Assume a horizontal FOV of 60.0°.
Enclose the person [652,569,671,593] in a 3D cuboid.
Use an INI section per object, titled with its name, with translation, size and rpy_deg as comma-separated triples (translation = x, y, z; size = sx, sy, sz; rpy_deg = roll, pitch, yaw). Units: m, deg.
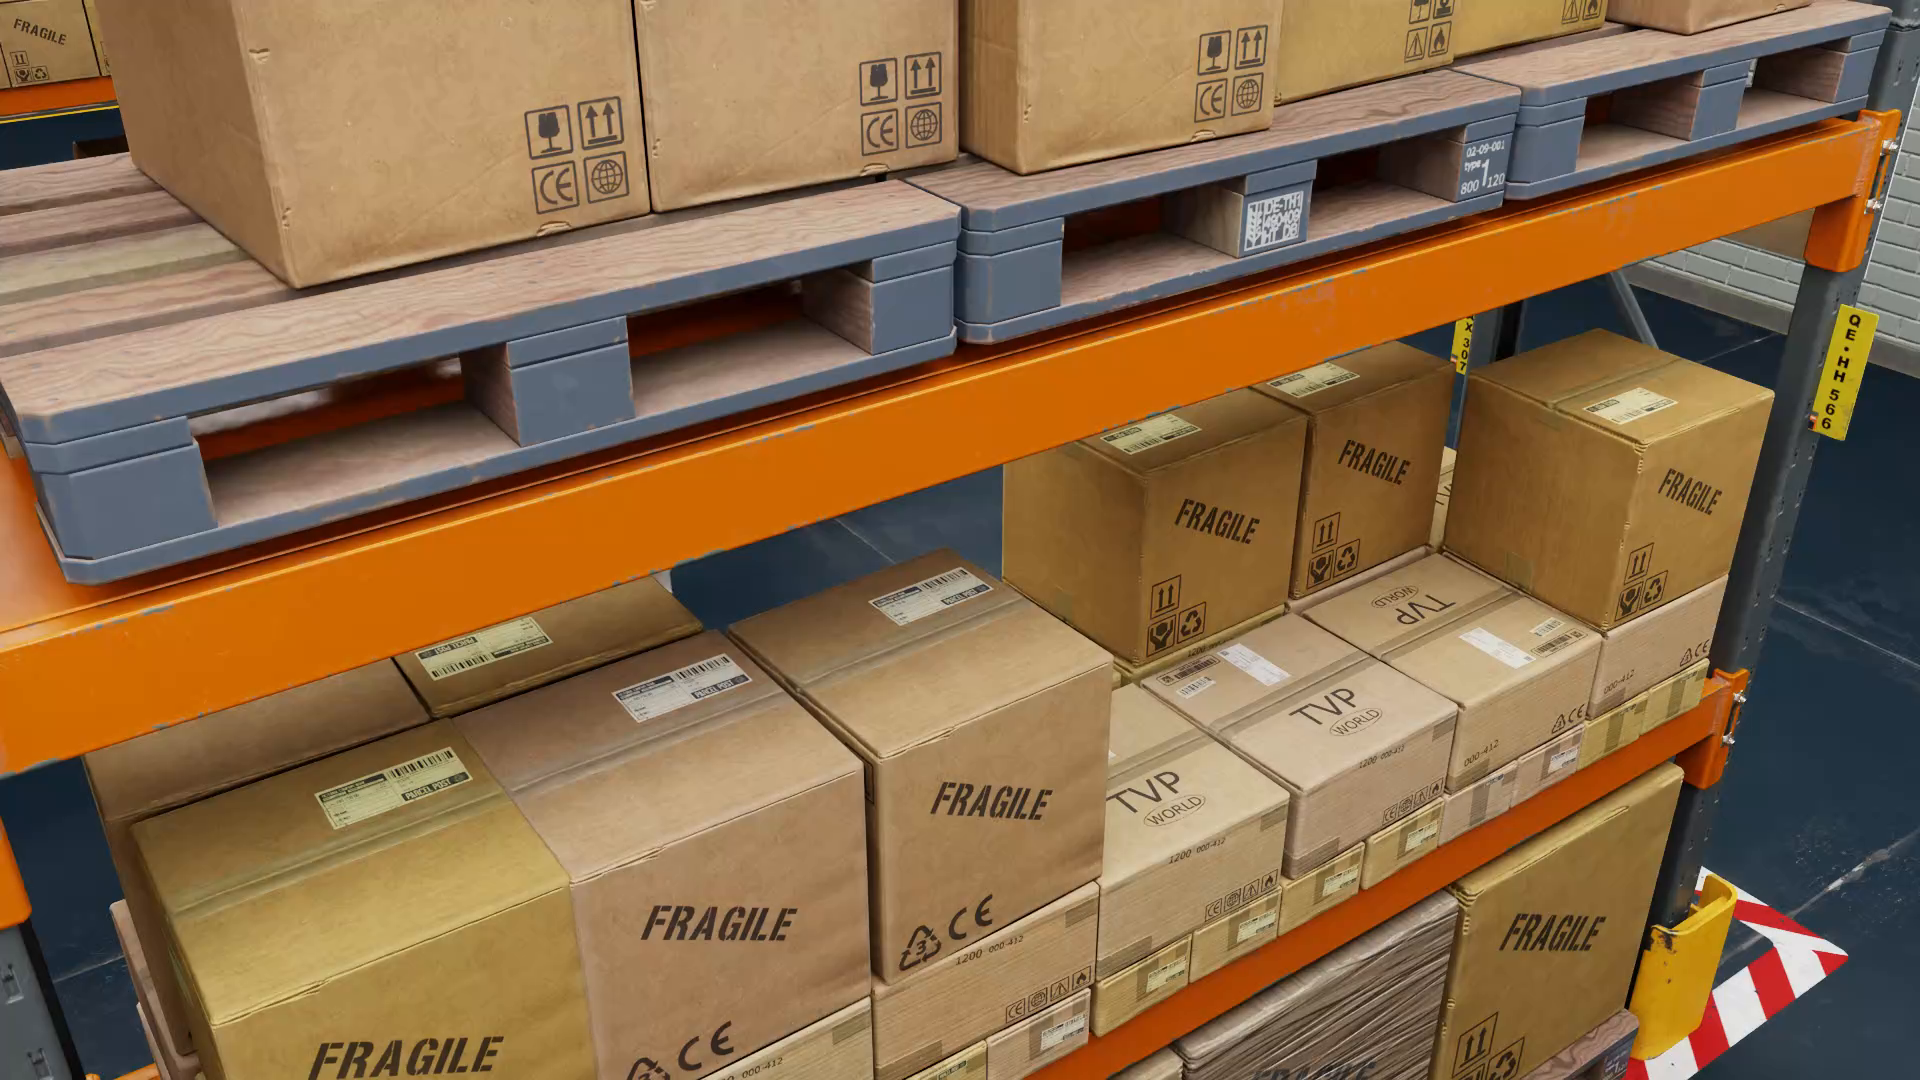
[person]
translation = -1.199, 0.207, 5.742
size = 0.372, 1.664, 0.528
rpy_deg = -19, 34, -30
